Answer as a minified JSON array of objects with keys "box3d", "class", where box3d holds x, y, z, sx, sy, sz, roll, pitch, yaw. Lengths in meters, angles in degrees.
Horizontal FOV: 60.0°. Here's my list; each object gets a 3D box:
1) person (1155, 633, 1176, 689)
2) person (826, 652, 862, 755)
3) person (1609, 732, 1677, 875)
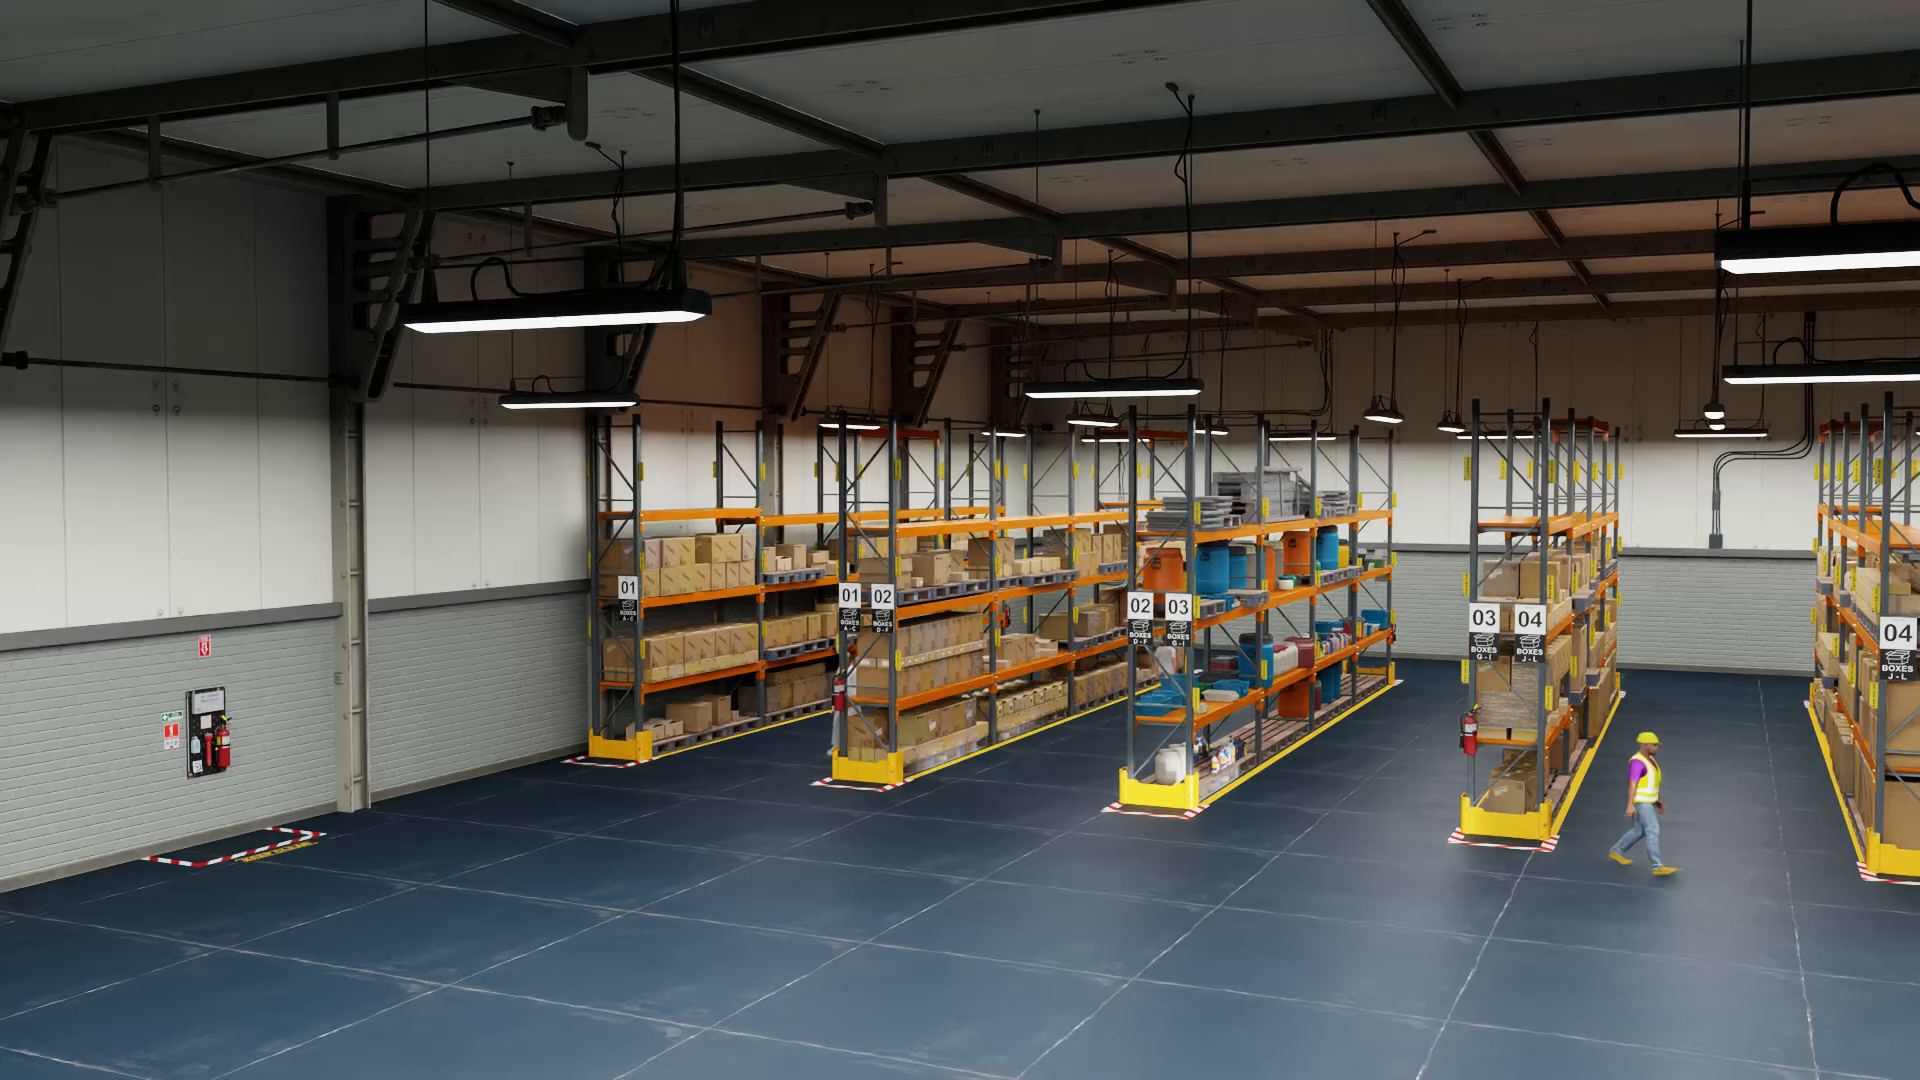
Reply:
[{"box3d":[4.258,2.759,34.363,0.493,1.669,0.509,2,3,34],"class":"person"},{"box3d":[-2.053,2.902,29.641,0.623,1.788,0.882,2,3,41],"class":"person"},{"box3d":[8.568,3.284,20.821,0.864,1.747,0.573,2,3,35],"class":"person"}]
